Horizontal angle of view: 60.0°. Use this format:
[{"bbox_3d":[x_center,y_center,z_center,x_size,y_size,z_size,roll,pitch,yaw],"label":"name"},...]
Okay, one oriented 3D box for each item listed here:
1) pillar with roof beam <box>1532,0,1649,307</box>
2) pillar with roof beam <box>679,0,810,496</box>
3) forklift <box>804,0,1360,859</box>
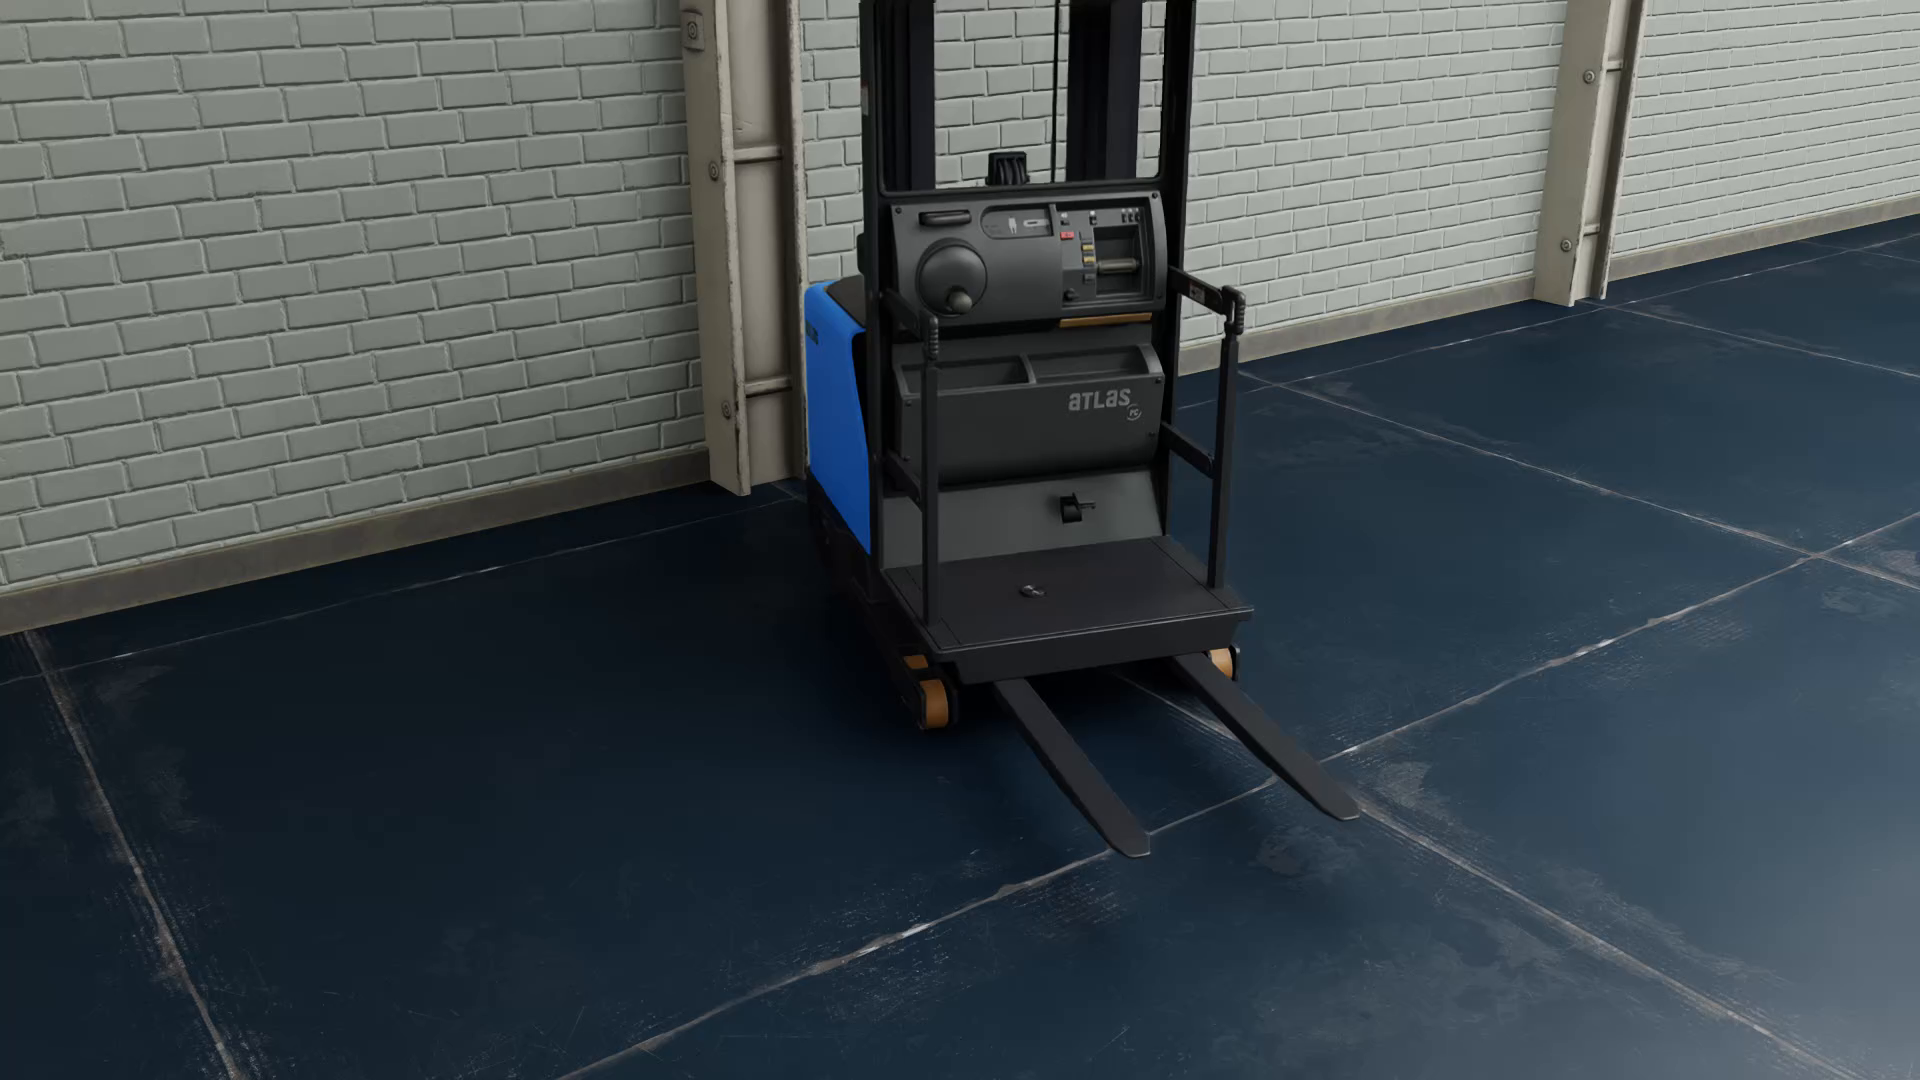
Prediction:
[{"bbox_3d":[6.478,-4.466,5.946,0.400,9.000,9.100,-15,26,-33],"label":"pillar with roof beam"},{"bbox_3d":[1.608,-3.167,2.691,0.400,9.000,9.100,-15,26,-33],"label":"pillar with roof beam"},{"bbox_3d":[0.299,-0.913,5.230,1.130,2.935,3.031,-7,23,-16],"label":"forklift"}]
